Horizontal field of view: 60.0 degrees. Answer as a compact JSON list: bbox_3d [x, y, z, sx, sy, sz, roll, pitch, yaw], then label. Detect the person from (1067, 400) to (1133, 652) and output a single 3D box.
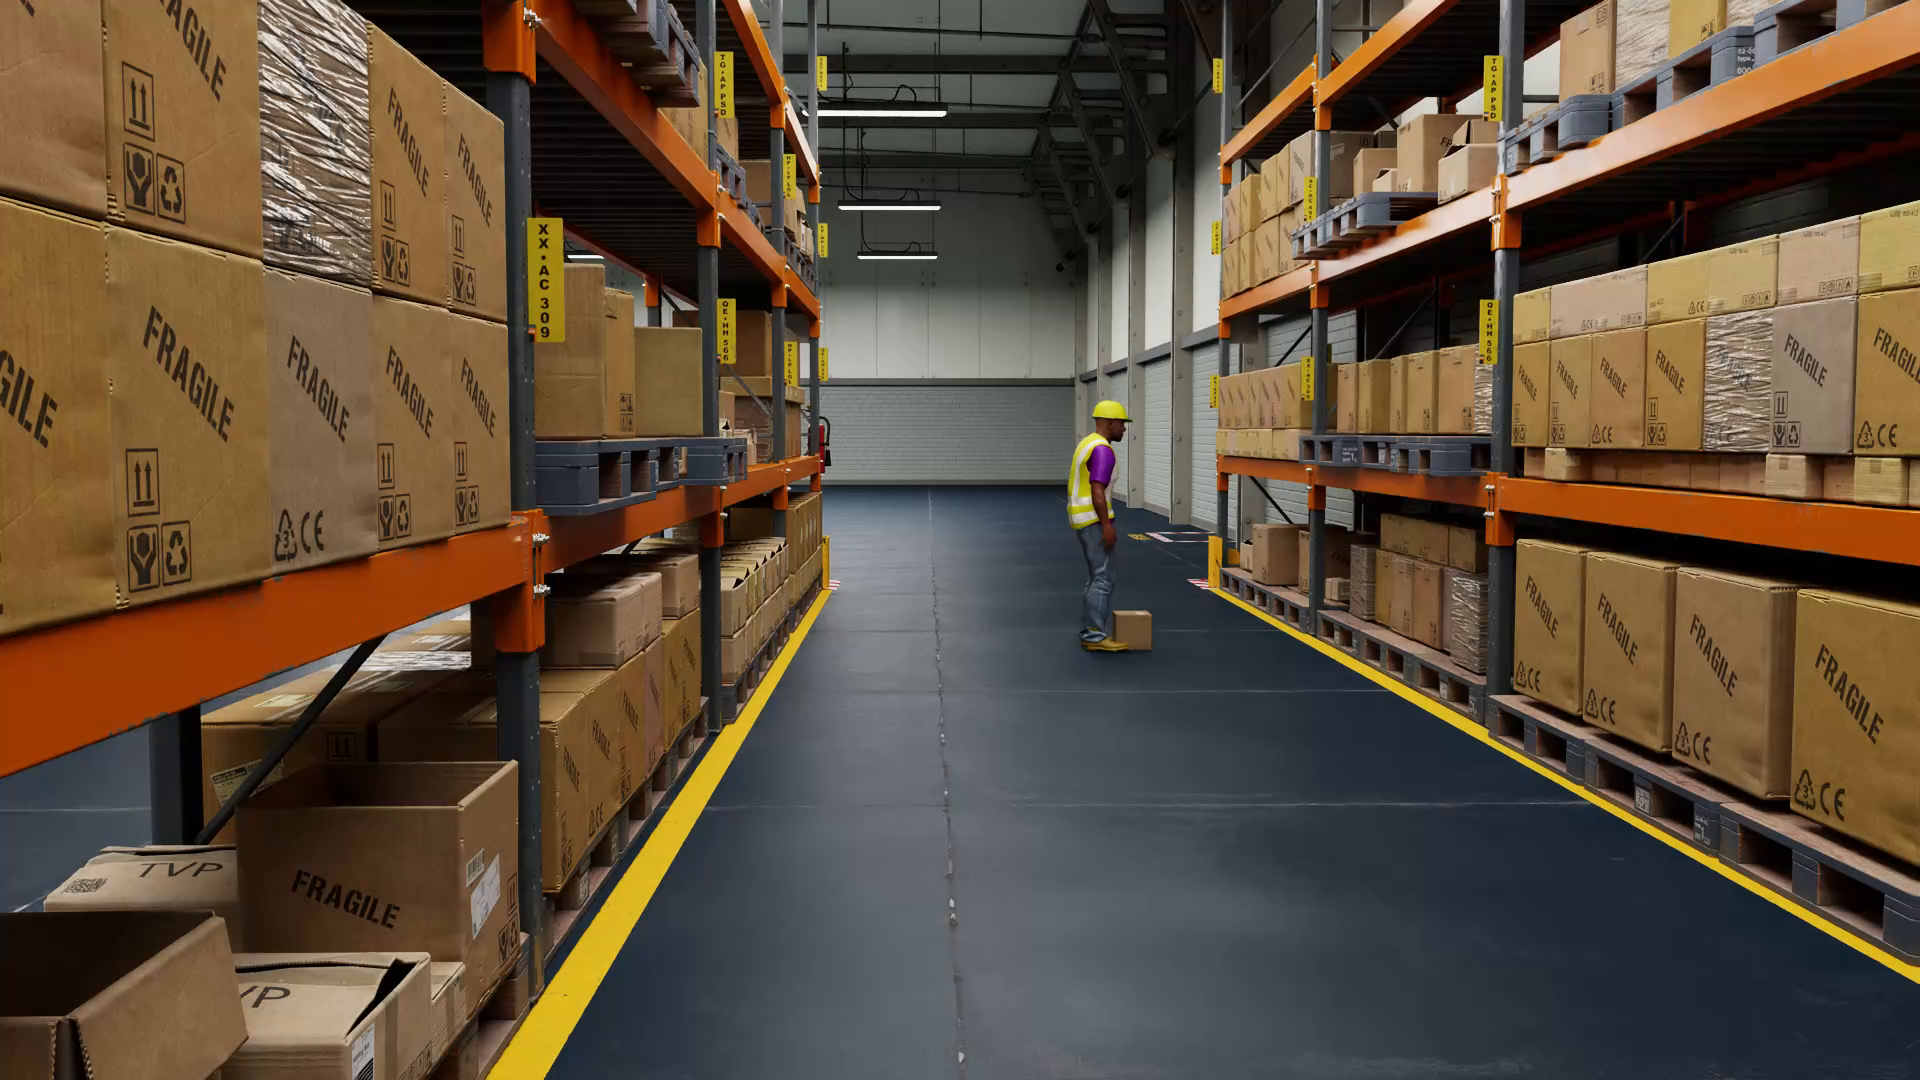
[{"bbox_3d":[0.996,-0.109,11.789,0.461,1.759,0.628,0,4,-3],"label":"person"}]
